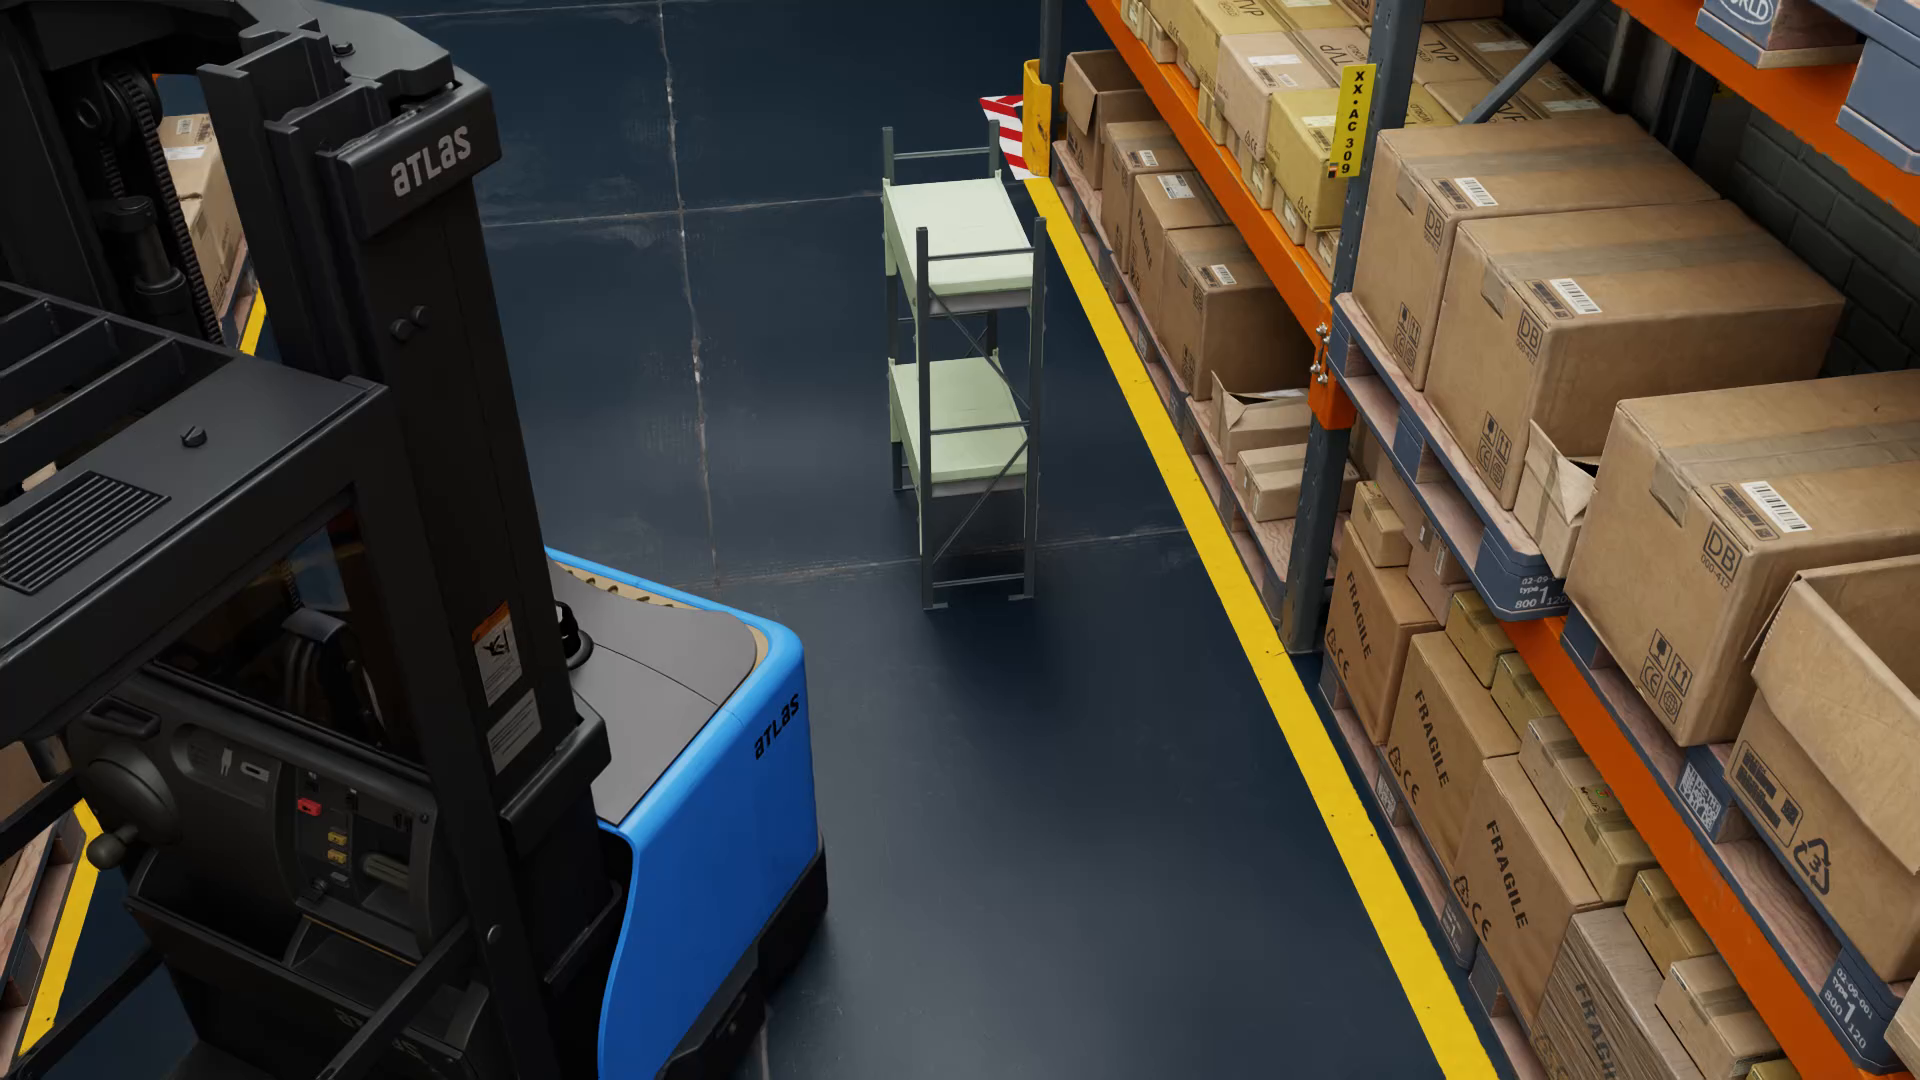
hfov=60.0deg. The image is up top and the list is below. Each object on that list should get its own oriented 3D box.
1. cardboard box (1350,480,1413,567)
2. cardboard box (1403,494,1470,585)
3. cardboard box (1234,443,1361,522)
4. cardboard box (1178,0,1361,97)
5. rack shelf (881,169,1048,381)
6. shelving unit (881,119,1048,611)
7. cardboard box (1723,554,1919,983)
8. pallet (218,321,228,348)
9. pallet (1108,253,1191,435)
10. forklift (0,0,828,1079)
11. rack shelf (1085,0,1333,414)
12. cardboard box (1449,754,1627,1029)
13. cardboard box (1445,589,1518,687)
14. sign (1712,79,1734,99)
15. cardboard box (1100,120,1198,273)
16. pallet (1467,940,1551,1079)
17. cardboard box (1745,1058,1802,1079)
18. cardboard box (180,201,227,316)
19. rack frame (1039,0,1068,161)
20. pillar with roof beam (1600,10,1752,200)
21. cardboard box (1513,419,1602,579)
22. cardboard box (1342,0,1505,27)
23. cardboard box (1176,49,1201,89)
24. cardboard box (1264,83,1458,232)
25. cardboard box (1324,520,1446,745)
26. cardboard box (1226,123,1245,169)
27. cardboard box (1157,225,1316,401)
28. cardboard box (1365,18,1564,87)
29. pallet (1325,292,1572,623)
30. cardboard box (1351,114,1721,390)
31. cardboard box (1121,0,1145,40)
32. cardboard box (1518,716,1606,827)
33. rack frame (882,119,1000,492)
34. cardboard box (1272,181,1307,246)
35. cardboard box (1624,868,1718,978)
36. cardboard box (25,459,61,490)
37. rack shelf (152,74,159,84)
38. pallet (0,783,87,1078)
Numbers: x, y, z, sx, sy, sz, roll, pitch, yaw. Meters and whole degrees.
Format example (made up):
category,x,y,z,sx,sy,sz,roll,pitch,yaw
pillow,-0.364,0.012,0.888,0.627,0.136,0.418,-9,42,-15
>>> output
category,x,y,z,sx,sy,sz,roll,pitch,yaw
cardboard box,1.415,-0.062,5.052,0.380,0.149,0.250,-5,38,-6
cardboard box,1.508,-0.028,4.765,0.380,0.149,0.250,-8,39,-10
cardboard box,1.228,-0.218,6.067,0.380,0.149,0.250,-7,38,-9
cardboard box,1.108,-1.816,6.022,0.500,0.250,0.500,-6,38,-8
rack shelf,0.001,-0.896,5.545,0.431,0.370,0.720,-6,38,-8
shelving unit,0.001,-0.588,5.785,0.431,1.500,0.755,-6,38,-8
cardboard box,1.848,0.371,2.902,0.797,0.503,0.637,-7,38,-9
pallet,-3.545,-0.442,6.646,1.003,0.211,1.213,-6,38,-8
pallet,1.278,-0.925,7.269,1.003,0.211,1.213,-6,38,-8
forklift,-1.475,0.605,3.083,1.130,2.935,3.031,16,41,20
rack shelf,1.264,-1.797,6.704,1.077,0.370,4.000,-6,38,-8
cardboard box,1.664,0.887,4.358,0.500,0.500,0.500,-7,38,-9
cardboard box,1.596,0.250,4.649,0.380,0.149,0.250,-8,39,-10
sign,2.160,-1.392,4.653,0.100,0.325,0.005,-6,38,-8
cardboard box,1.039,-1.567,7.518,0.700,0.500,0.500,-5,38,-6
pallet,2.012,1.454,4.206,1.003,0.211,1.213,-6,38,-8
cardboard box,1.853,1.197,3.431,0.380,0.149,0.250,-7,38,-9
cardboard box,-3.590,-0.967,6.796,0.875,0.438,0.875,-5,38,-7
rack frame,0.913,-3.289,8.038,1.000,3.000,0.127,-6,38,-8
pillar with roof beam,-1.858,-3.296,3.158,9.100,9.000,0.400,-6,38,-8
cardboard box,1.480,-0.105,3.708,0.396,0.266,0.258,-4,38,-6
cardboard box,1.615,-2.155,5.848,0.500,0.500,0.500,-7,38,-9
cardboard box,1.057,-1.873,6.421,0.380,0.149,0.250,-6,38,-8
cardboard box,1.285,-1.212,5.245,0.500,0.250,0.500,-5,38,-7
cardboard box,1.478,0.265,5.159,0.500,0.500,0.500,-5,38,-6
cardboard box,1.154,-1.410,5.824,0.380,0.149,0.250,-5,38,-7
cardboard box,1.221,-0.940,6.711,0.700,0.500,0.500,-8,38,-10
cardboard box,1.699,-1.561,5.695,0.500,0.250,0.500,-7,38,-8
pallet,1.647,-0.303,4.351,1.003,0.211,1.213,-6,38,-8
cardboard box,1.479,-0.762,4.362,0.700,0.500,0.500,-5,38,-7
cardboard box,0.878,-2.178,6.813,0.380,0.149,0.250,-7,38,-9
cardboard box,1.665,0.569,4.239,0.380,0.149,0.250,-6,38,-8
rack frame,-0.063,-0.809,6.069,0.400,1.500,0.023,-6,38,-8
cardboard box,1.243,-1.094,5.418,0.380,0.149,0.250,-5,38,-7
cardboard box,1.782,0.879,3.839,0.380,0.149,0.250,-6,38,-8
cardboard box,-3.276,0.119,5.399,0.875,0.438,0.875,-7,38,-9
rack shelf,-3.622,-1.261,6.014,1.077,0.370,4.000,-6,38,-8
pallet,-3.062,1.222,4.504,1.003,0.211,1.213,-6,38,-8
